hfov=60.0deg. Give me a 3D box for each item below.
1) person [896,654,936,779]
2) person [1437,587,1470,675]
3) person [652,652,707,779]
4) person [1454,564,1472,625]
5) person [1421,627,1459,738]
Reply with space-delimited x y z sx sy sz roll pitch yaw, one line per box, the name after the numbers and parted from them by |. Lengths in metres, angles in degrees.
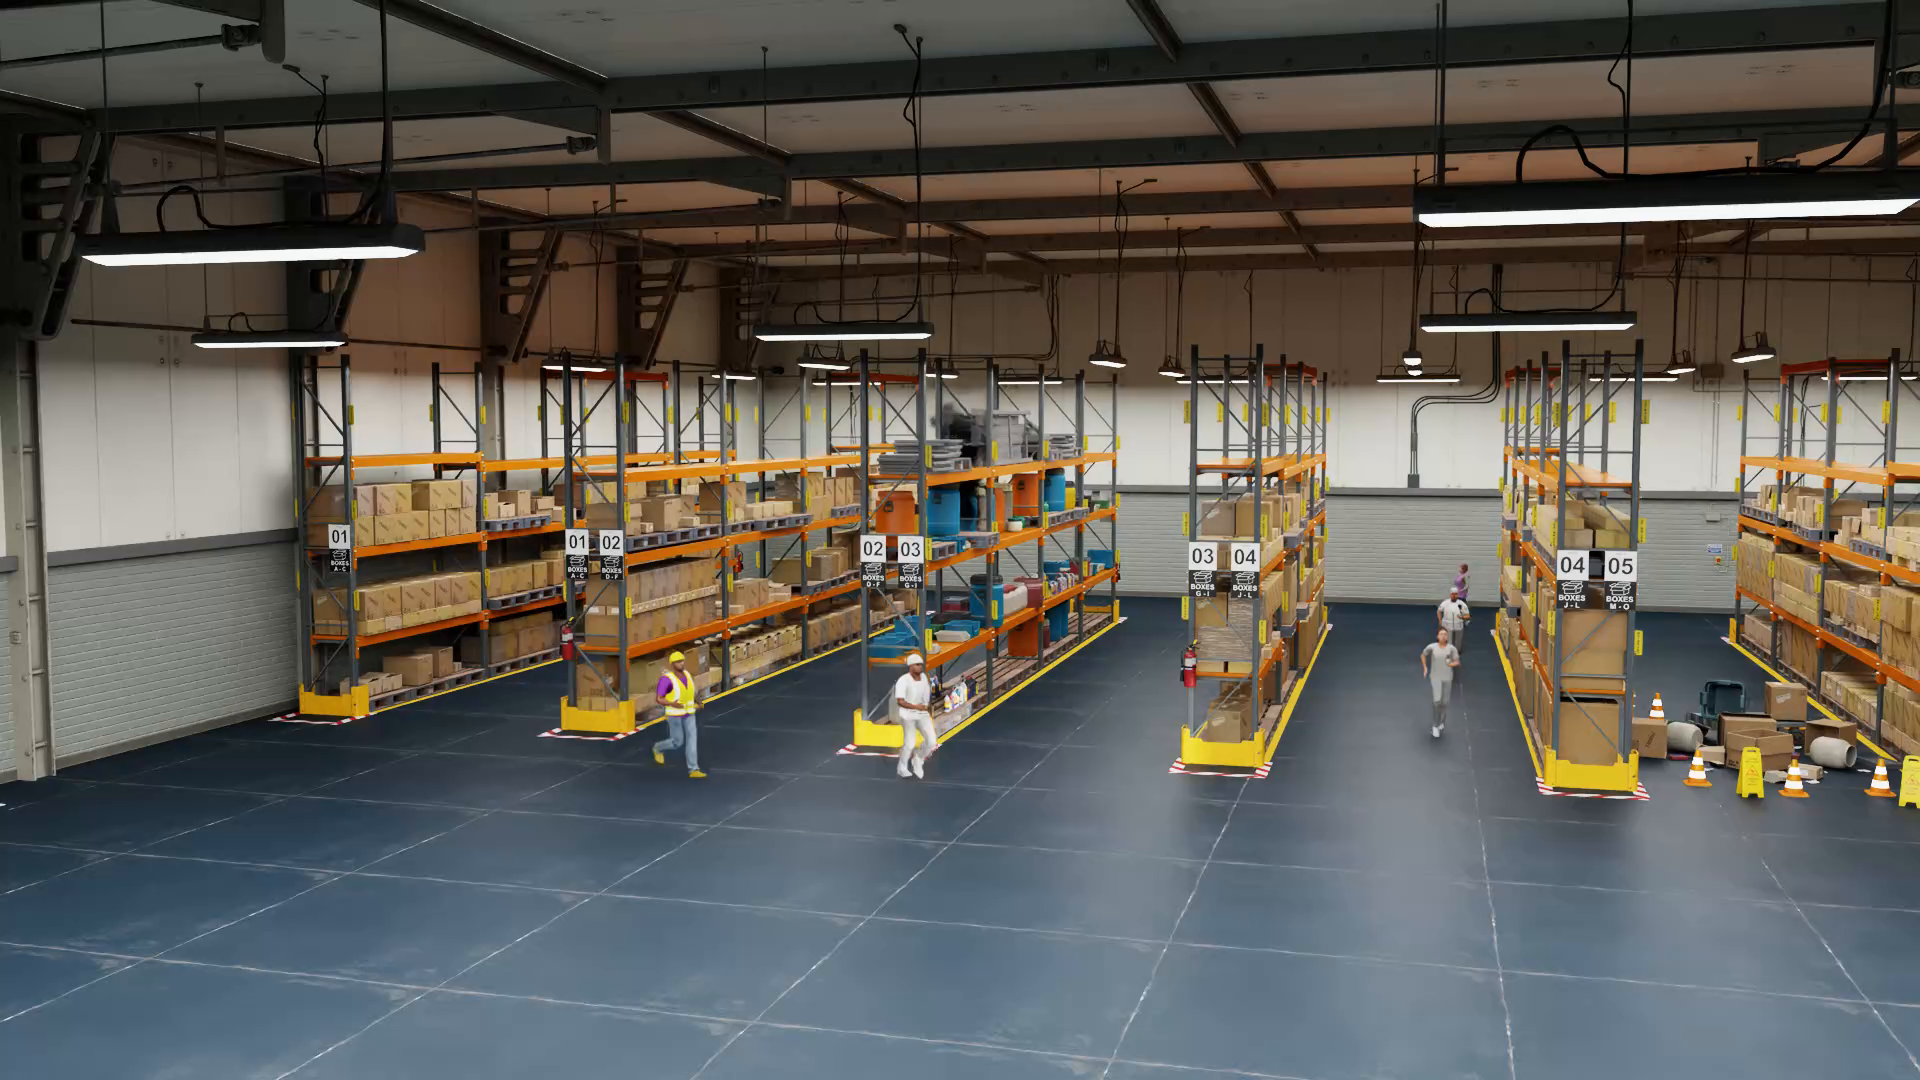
-0.590 2.419 22.749 0.674 1.736 0.756 -4 6 -40 | person
9.567 1.745 32.253 0.609 1.638 0.940 1 4 13 | person
-3.847 2.411 22.967 1.006 1.738 0.714 4 6 42 | person
11.675 1.377 38.800 0.648 1.481 0.589 -1 4 -10 | person
7.524 2.221 26.040 0.531 1.712 0.738 0 4 4 | person
